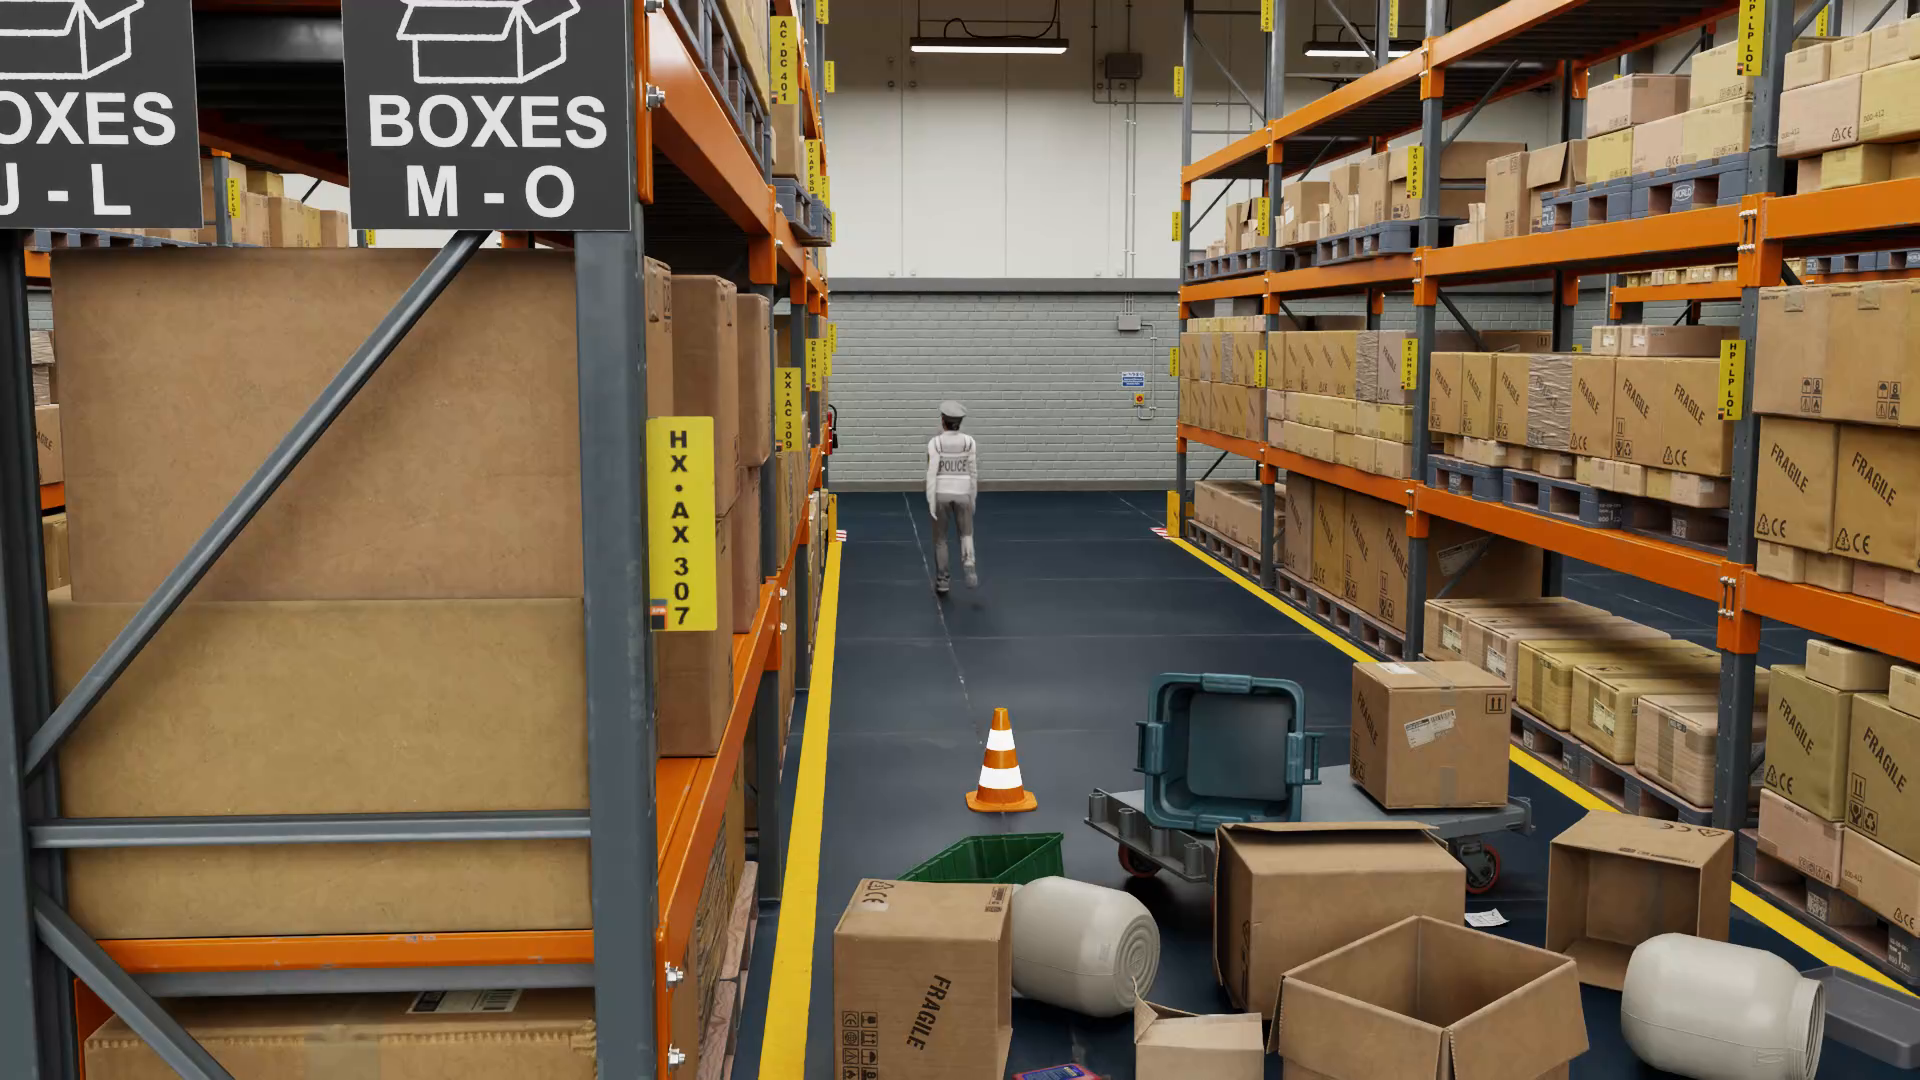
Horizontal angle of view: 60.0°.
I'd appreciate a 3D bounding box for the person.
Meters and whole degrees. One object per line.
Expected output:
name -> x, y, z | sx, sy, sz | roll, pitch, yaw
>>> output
person -> 1.007, -1.397, 13.417 | 6.510, 2.360, 21.563 | -1, 7, -7
